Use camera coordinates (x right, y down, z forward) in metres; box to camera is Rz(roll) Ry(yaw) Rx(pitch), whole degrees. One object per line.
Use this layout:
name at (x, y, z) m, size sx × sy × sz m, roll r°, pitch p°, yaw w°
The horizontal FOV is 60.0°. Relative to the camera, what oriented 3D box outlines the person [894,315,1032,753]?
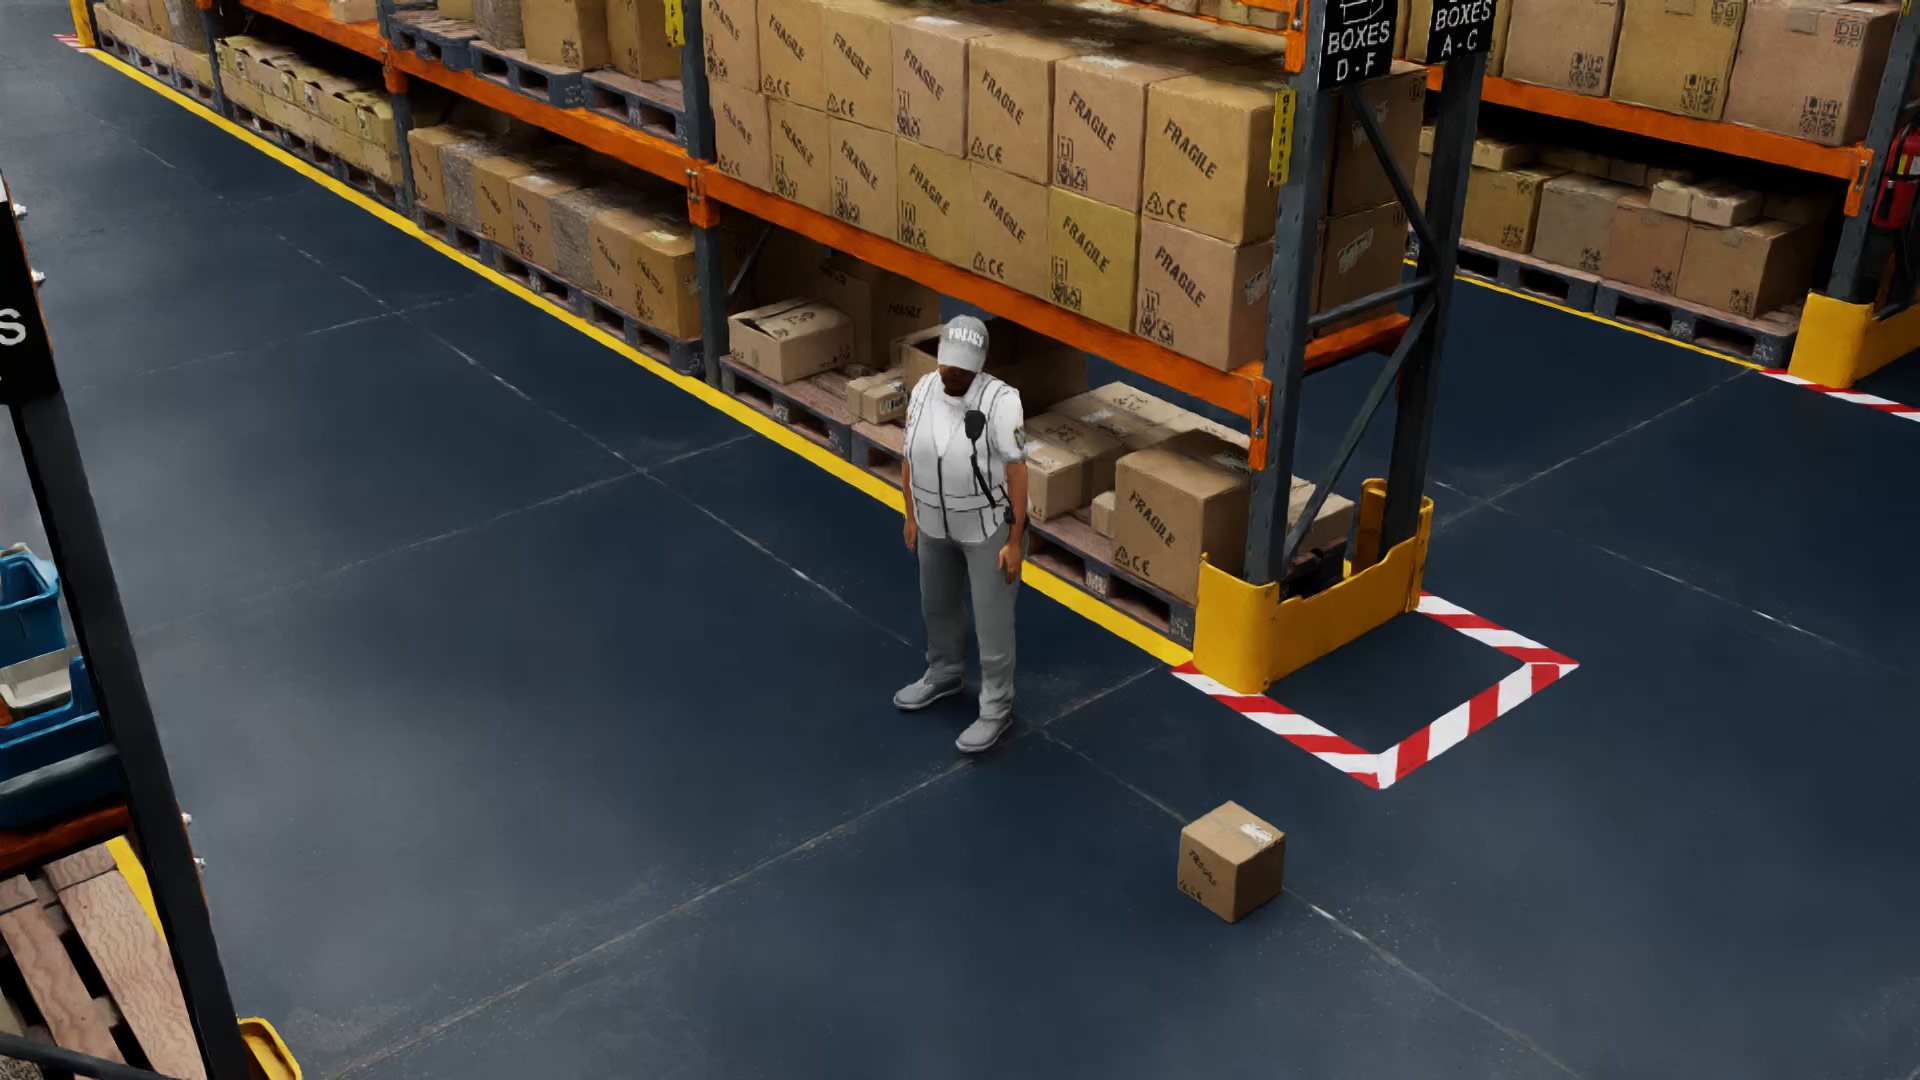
person at (-0.010, -0.032, 6.132) m, size 0.562 × 1.672 × 0.468 m, roll 15°, pitch 32°, yaw 26°
